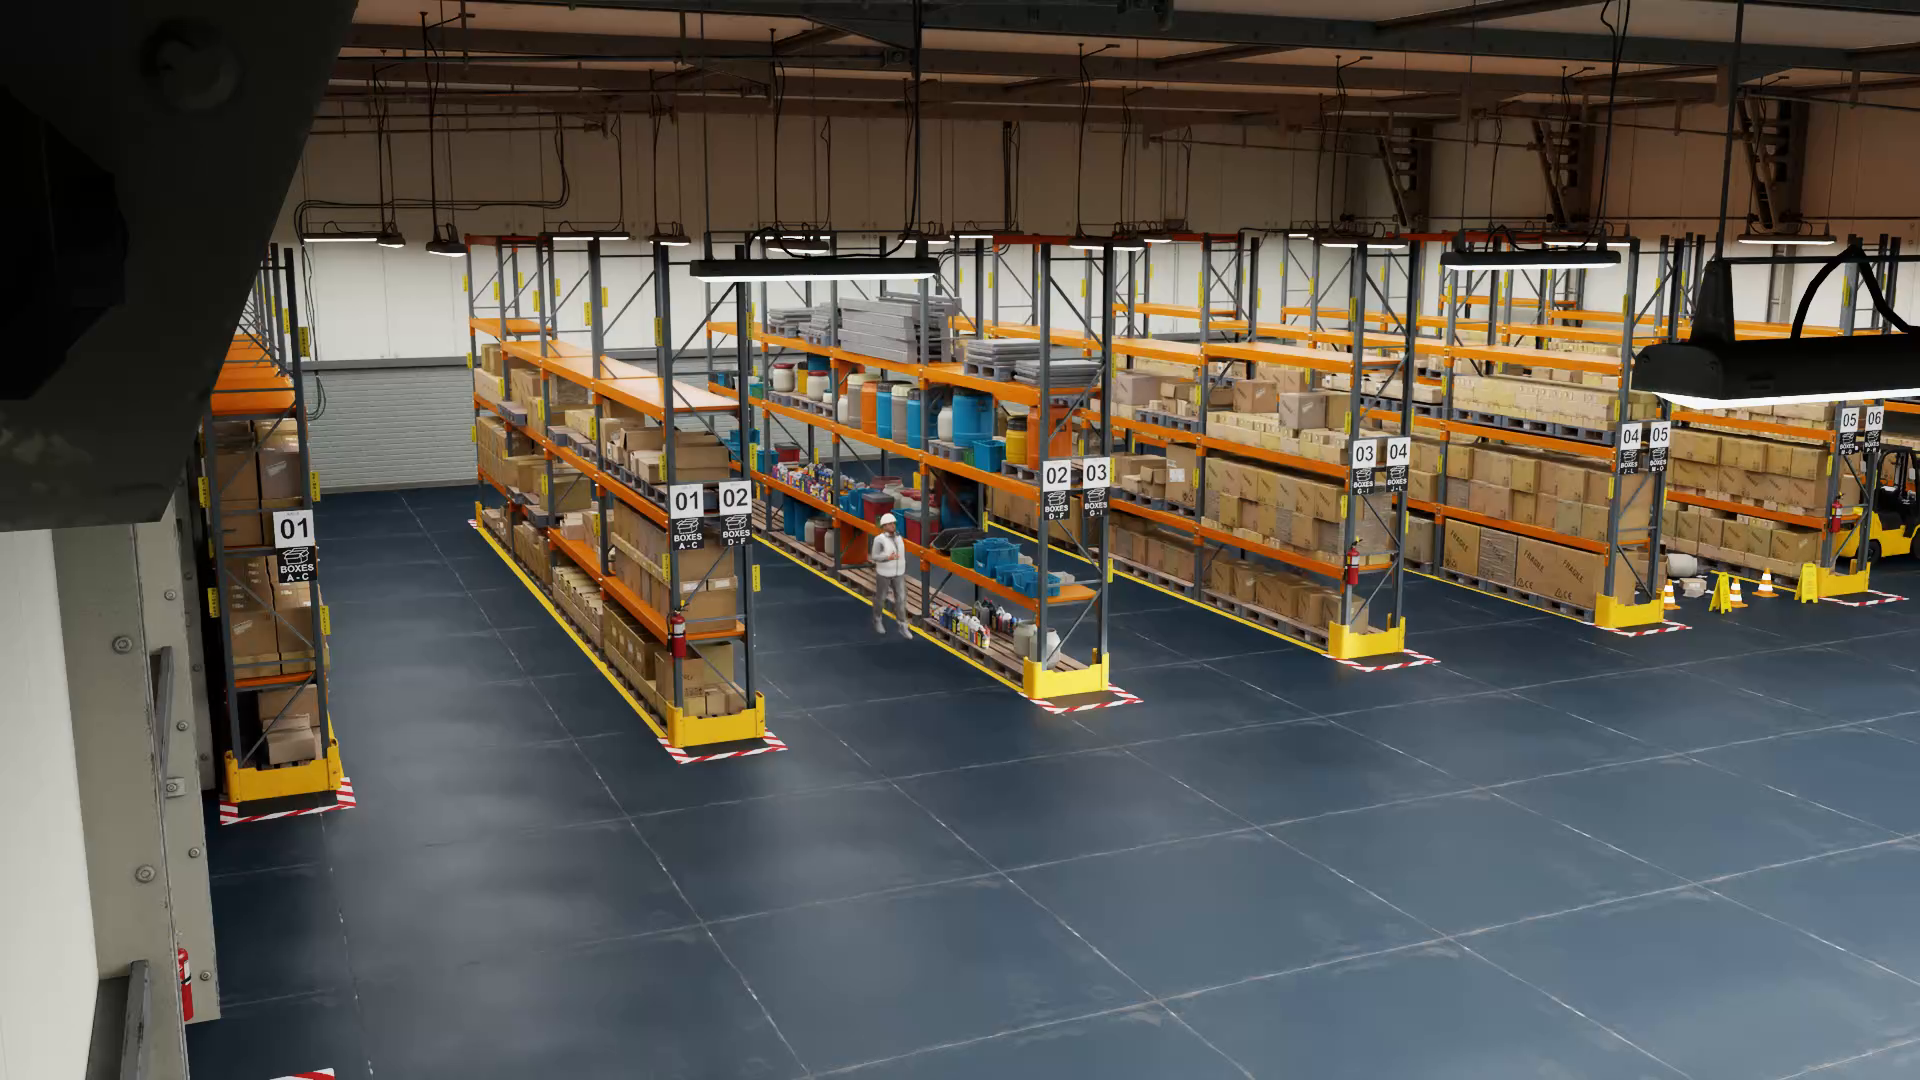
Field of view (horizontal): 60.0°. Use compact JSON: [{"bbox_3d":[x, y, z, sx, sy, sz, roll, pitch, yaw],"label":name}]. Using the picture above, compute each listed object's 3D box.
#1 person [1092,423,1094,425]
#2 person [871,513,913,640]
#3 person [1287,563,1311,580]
[{"bbox_3d":[2.957,-1.933,38.801,0.644,1.656,0.509,-4,12,-20],"label":"person"},{"bbox_3d":[-1.006,0.511,24.198,0.652,1.811,0.833,-7,13,-34],"label":"person"},{"bbox_3d":[6.147,-0.143,29.649,0.546,1.716,0.745,-7,13,-30],"label":"person"}]
